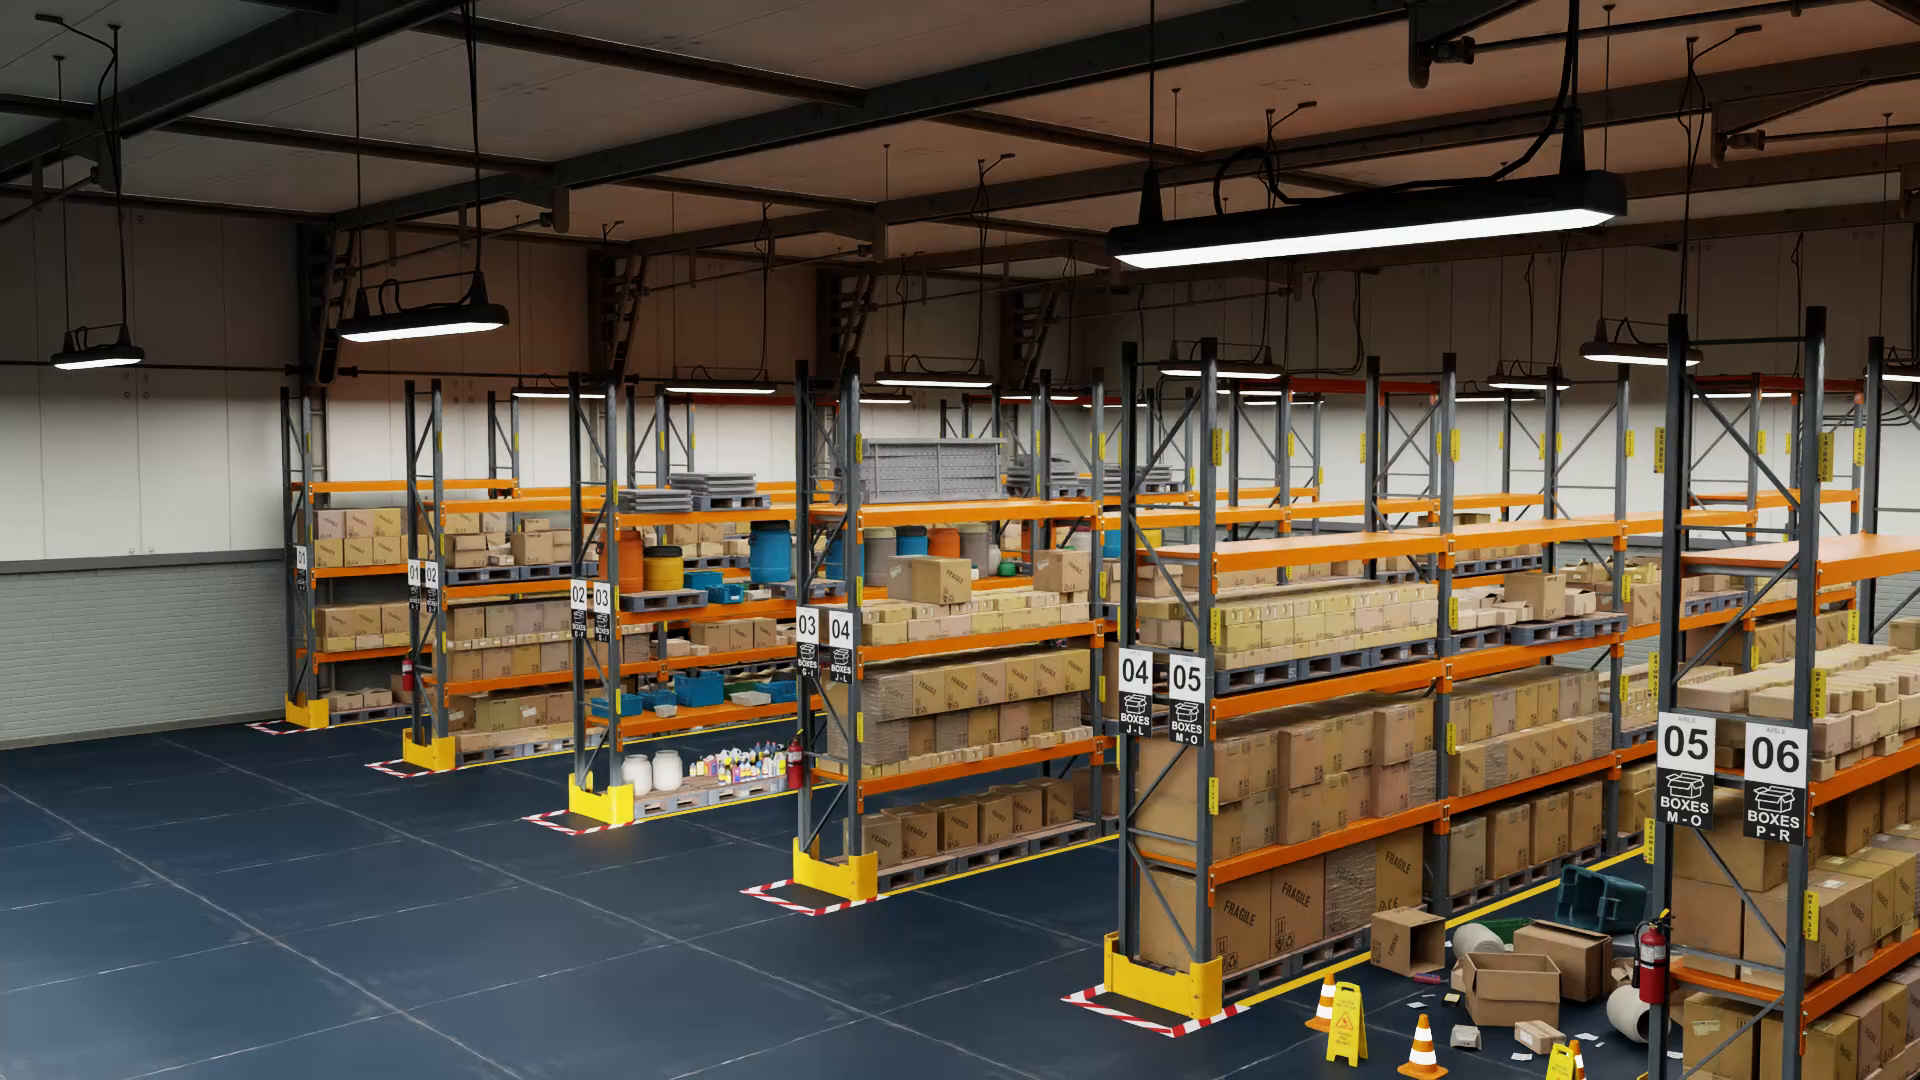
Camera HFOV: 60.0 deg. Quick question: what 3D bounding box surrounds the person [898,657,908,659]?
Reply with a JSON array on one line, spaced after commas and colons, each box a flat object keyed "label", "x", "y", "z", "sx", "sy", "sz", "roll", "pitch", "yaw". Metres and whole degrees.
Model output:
[{"label": "person", "x": -1.043, "y": 2.518, "z": 27.903, "sx": 0.547, "sy": 1.810, "sz": 0.559, "roll": 2, "pitch": 4, "yaw": 29}]
